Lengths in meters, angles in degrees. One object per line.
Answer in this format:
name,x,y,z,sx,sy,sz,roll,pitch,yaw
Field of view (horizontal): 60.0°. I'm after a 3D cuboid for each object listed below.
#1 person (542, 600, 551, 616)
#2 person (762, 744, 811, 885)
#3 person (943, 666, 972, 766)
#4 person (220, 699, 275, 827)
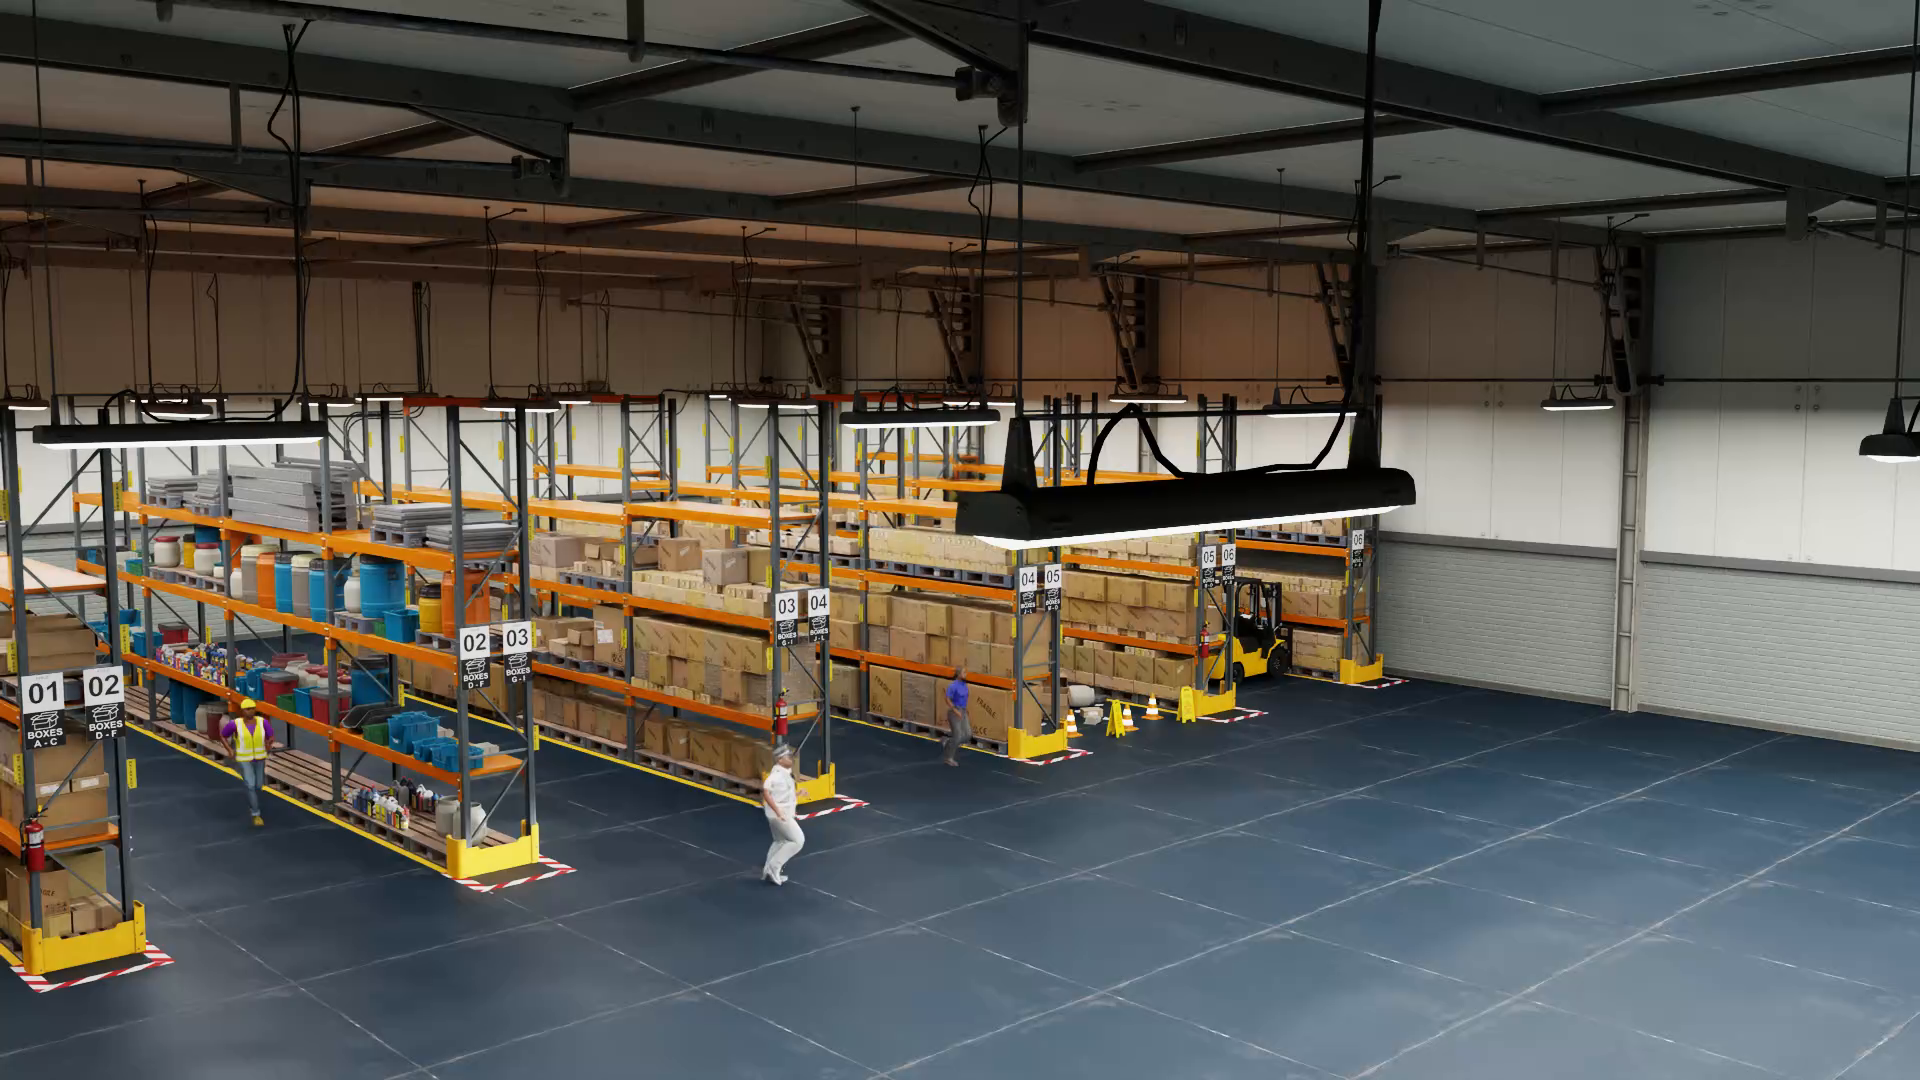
person,-10.241,1.564,41.053,0.527,1.634,0.559,-5,7,-41
person,-2.190,3.434,20.934,0.632,1.760,0.639,-1,6,-9
person,-0.017,2.849,27.507,0.488,1.515,0.625,4,7,32
person,-10.114,3.138,23.727,0.698,1.762,0.894,-5,7,-40
